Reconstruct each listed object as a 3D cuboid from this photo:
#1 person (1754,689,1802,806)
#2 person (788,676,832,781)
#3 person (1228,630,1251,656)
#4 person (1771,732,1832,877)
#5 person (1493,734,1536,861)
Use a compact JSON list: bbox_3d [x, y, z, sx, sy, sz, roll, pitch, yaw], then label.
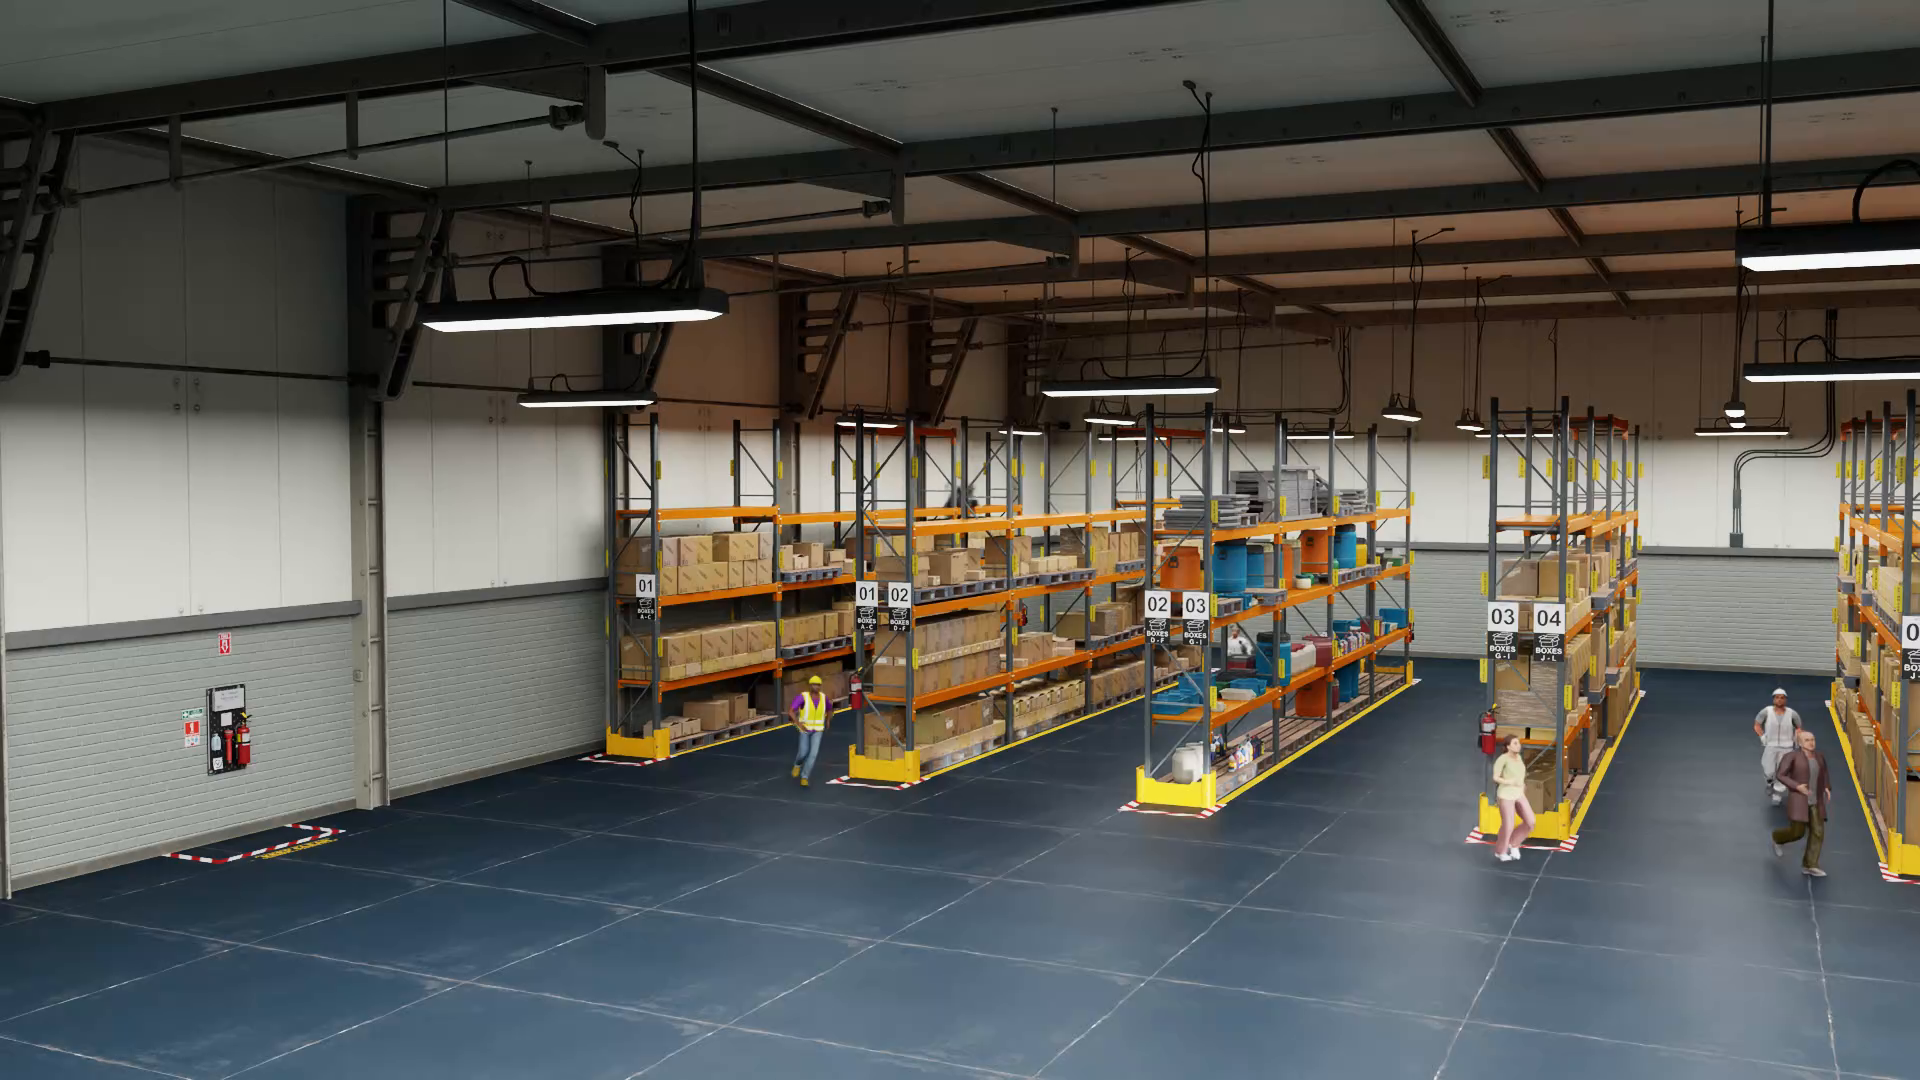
[{"bbox_3d":[12.208,3.086,24.810,0.643,1.745,0.599,1,3,23],"label":"person"},{"bbox_3d":[-2.385,2.995,26.596,0.741,1.664,0.584,-1,3,-22],"label":"person"},{"bbox_3d":[5.869,2.678,35.434,0.581,1.702,0.759,1,3,23],"label":"person"},{"bbox_3d":[10.557,3.261,20.743,0.737,1.746,0.942,0,2,-2],"label":"person"},{"bbox_3d":[7.017,3.279,21.112,0.574,1.639,0.628,-1,3,-23],"label":"person"}]
